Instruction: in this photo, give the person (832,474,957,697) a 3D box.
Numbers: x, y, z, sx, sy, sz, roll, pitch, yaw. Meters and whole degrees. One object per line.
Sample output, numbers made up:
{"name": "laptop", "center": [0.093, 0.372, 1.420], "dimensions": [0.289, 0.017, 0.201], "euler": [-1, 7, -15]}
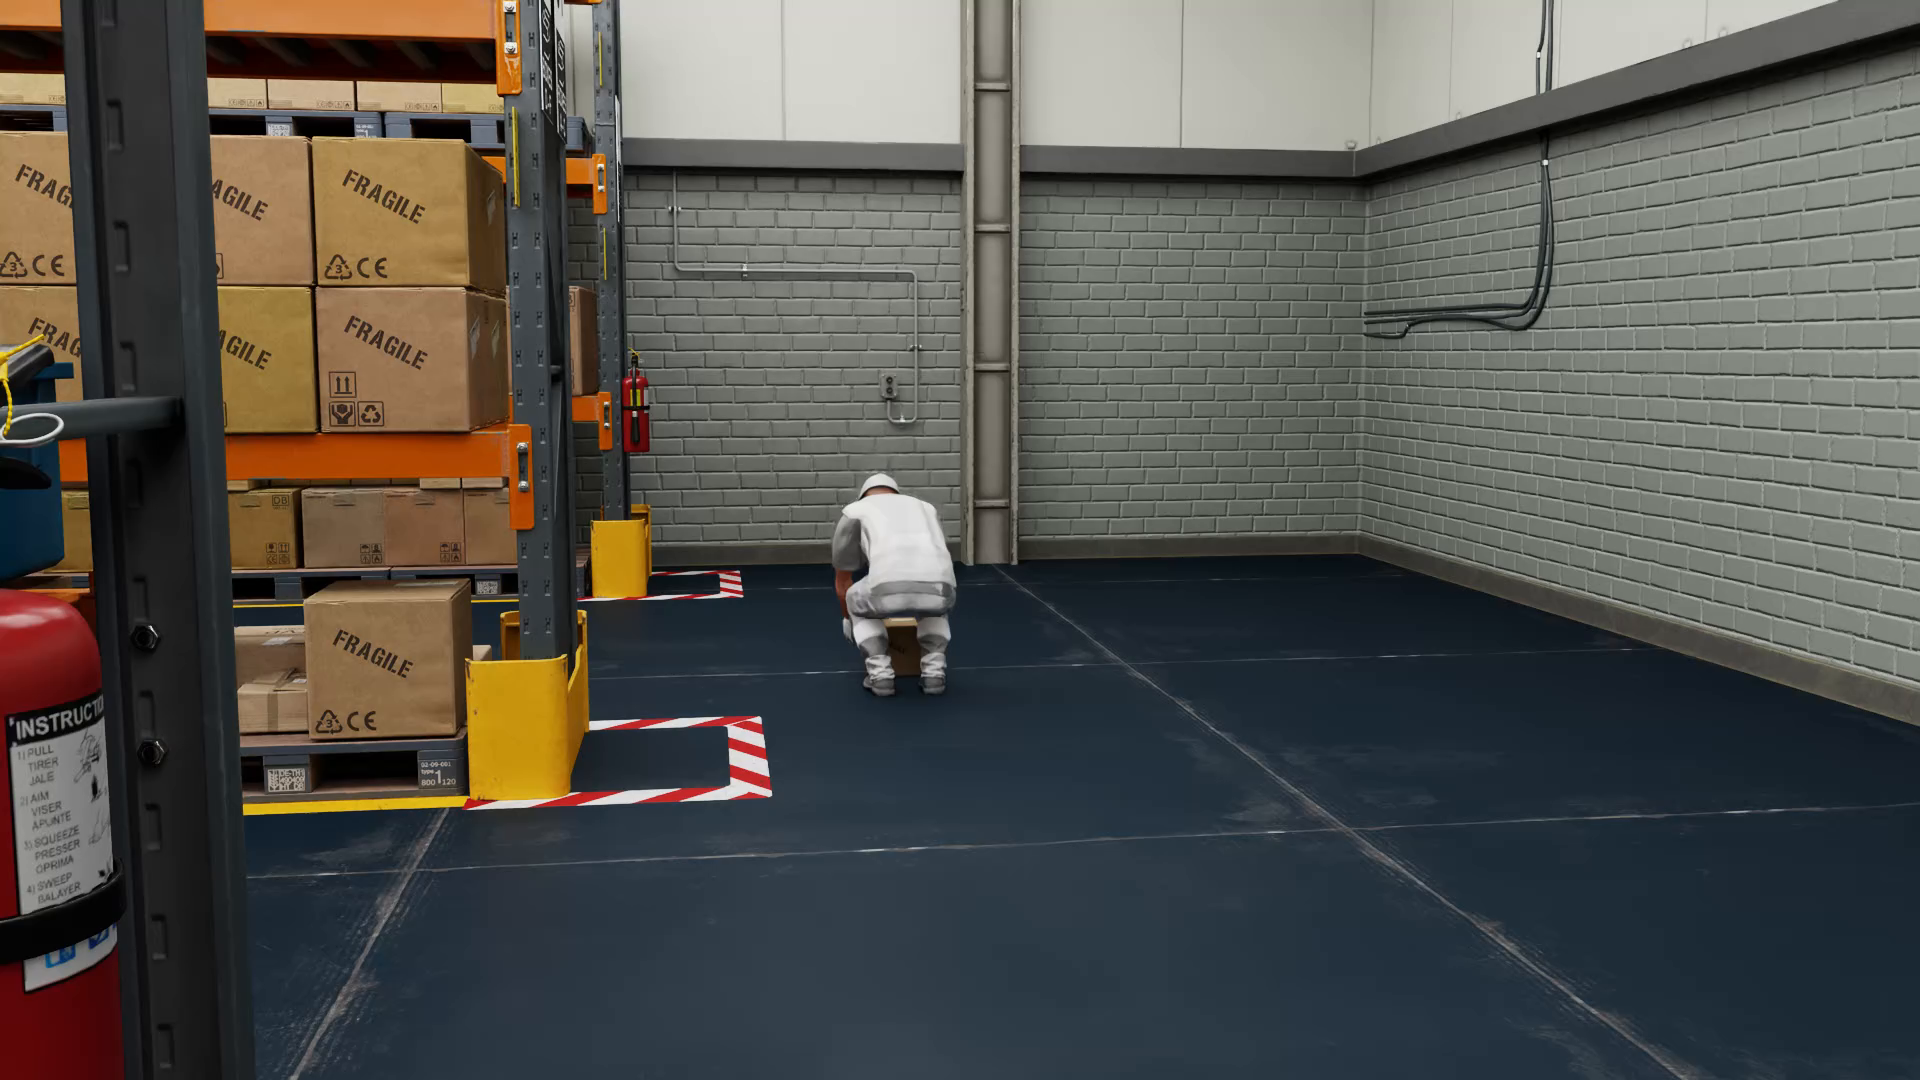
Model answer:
{"name": "person", "center": [-0.308, 0.204, 7.871], "dimensions": [0.574, 0.994, 0.877], "euler": [-1, 6, -9]}
